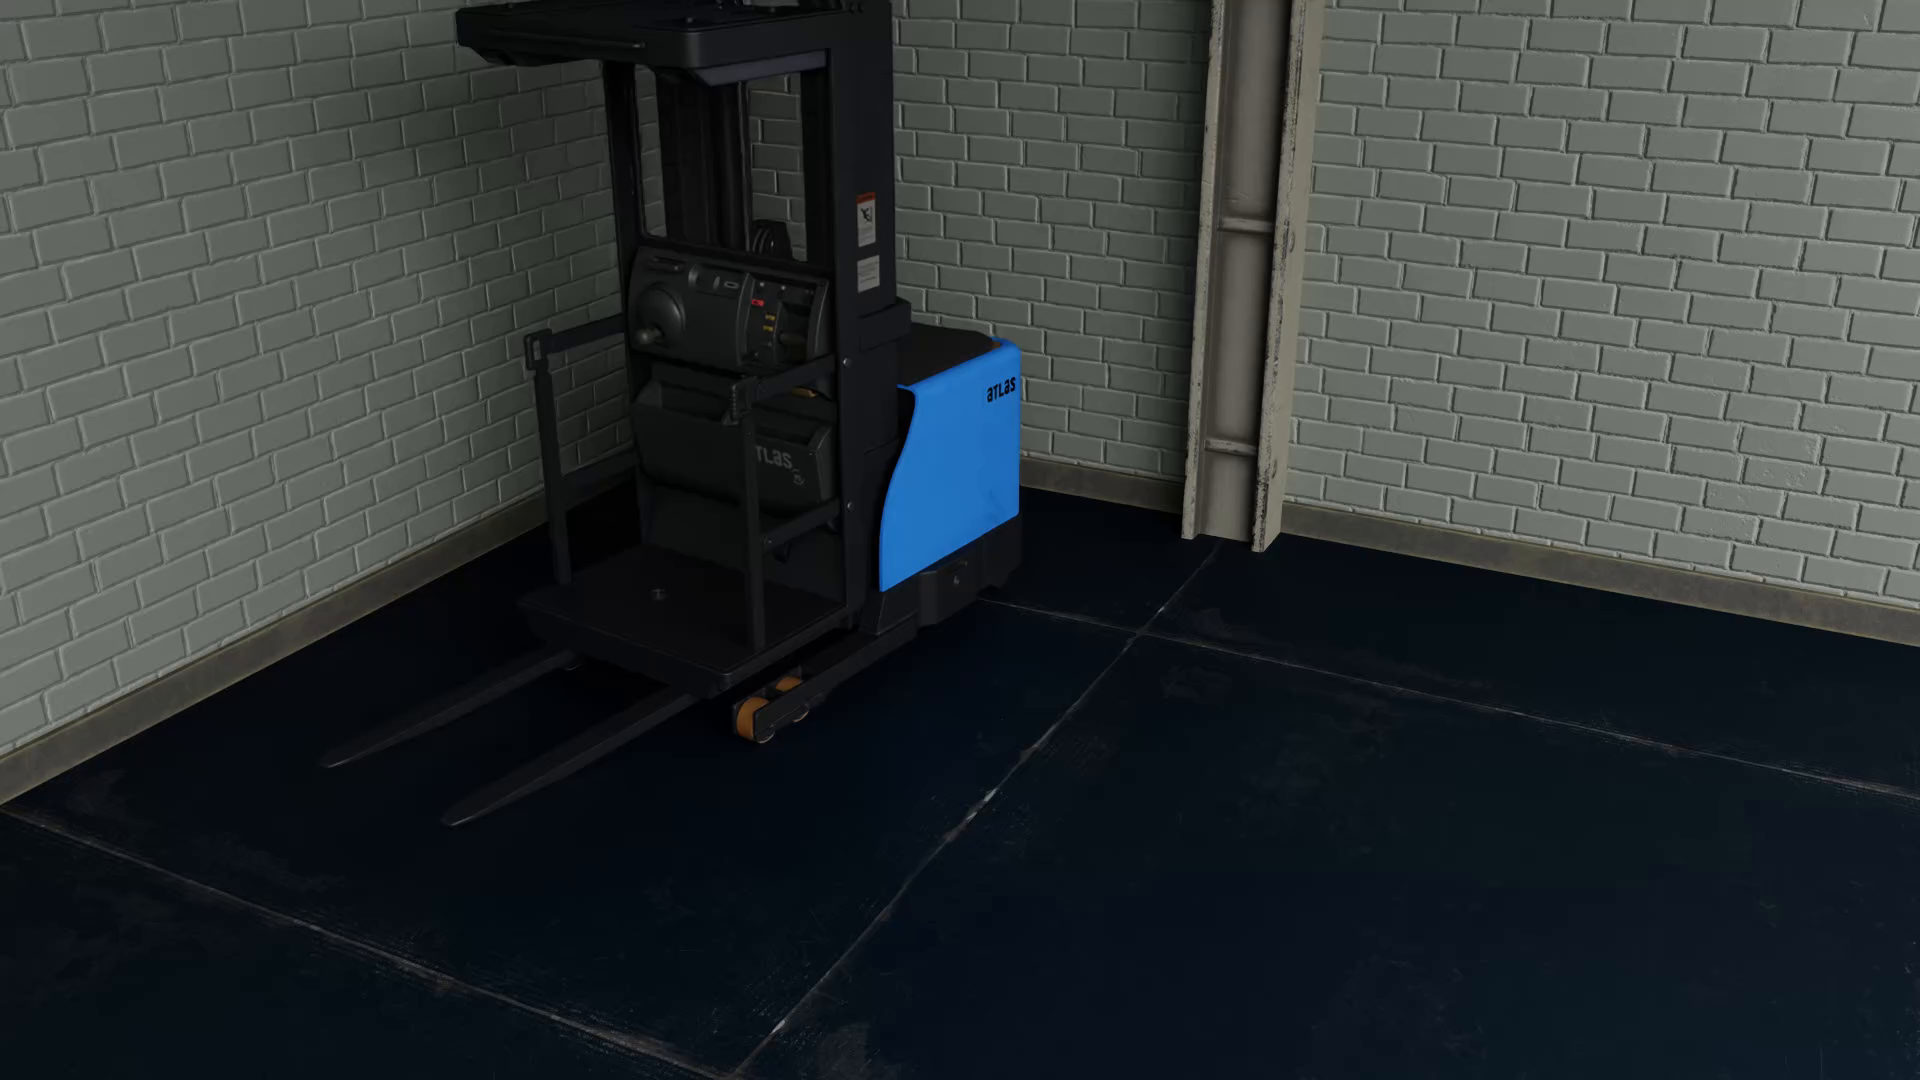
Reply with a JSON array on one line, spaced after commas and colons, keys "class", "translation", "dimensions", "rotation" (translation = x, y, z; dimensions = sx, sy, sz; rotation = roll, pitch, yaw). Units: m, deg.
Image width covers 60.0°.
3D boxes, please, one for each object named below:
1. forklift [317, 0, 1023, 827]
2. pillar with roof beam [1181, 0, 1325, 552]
[{"class": "forklift", "translation": [-0.979, -0.826, 5.947], "dimensions": [1.130, 2.935, 3.031], "rotation": [15, 27, 32]}, {"class": "pillar with roof beam", "translation": [-0.666, -2.668, 2.526], "dimensions": [0.400, 9.000, 9.100], "rotation": [11, 25, 25]}]
